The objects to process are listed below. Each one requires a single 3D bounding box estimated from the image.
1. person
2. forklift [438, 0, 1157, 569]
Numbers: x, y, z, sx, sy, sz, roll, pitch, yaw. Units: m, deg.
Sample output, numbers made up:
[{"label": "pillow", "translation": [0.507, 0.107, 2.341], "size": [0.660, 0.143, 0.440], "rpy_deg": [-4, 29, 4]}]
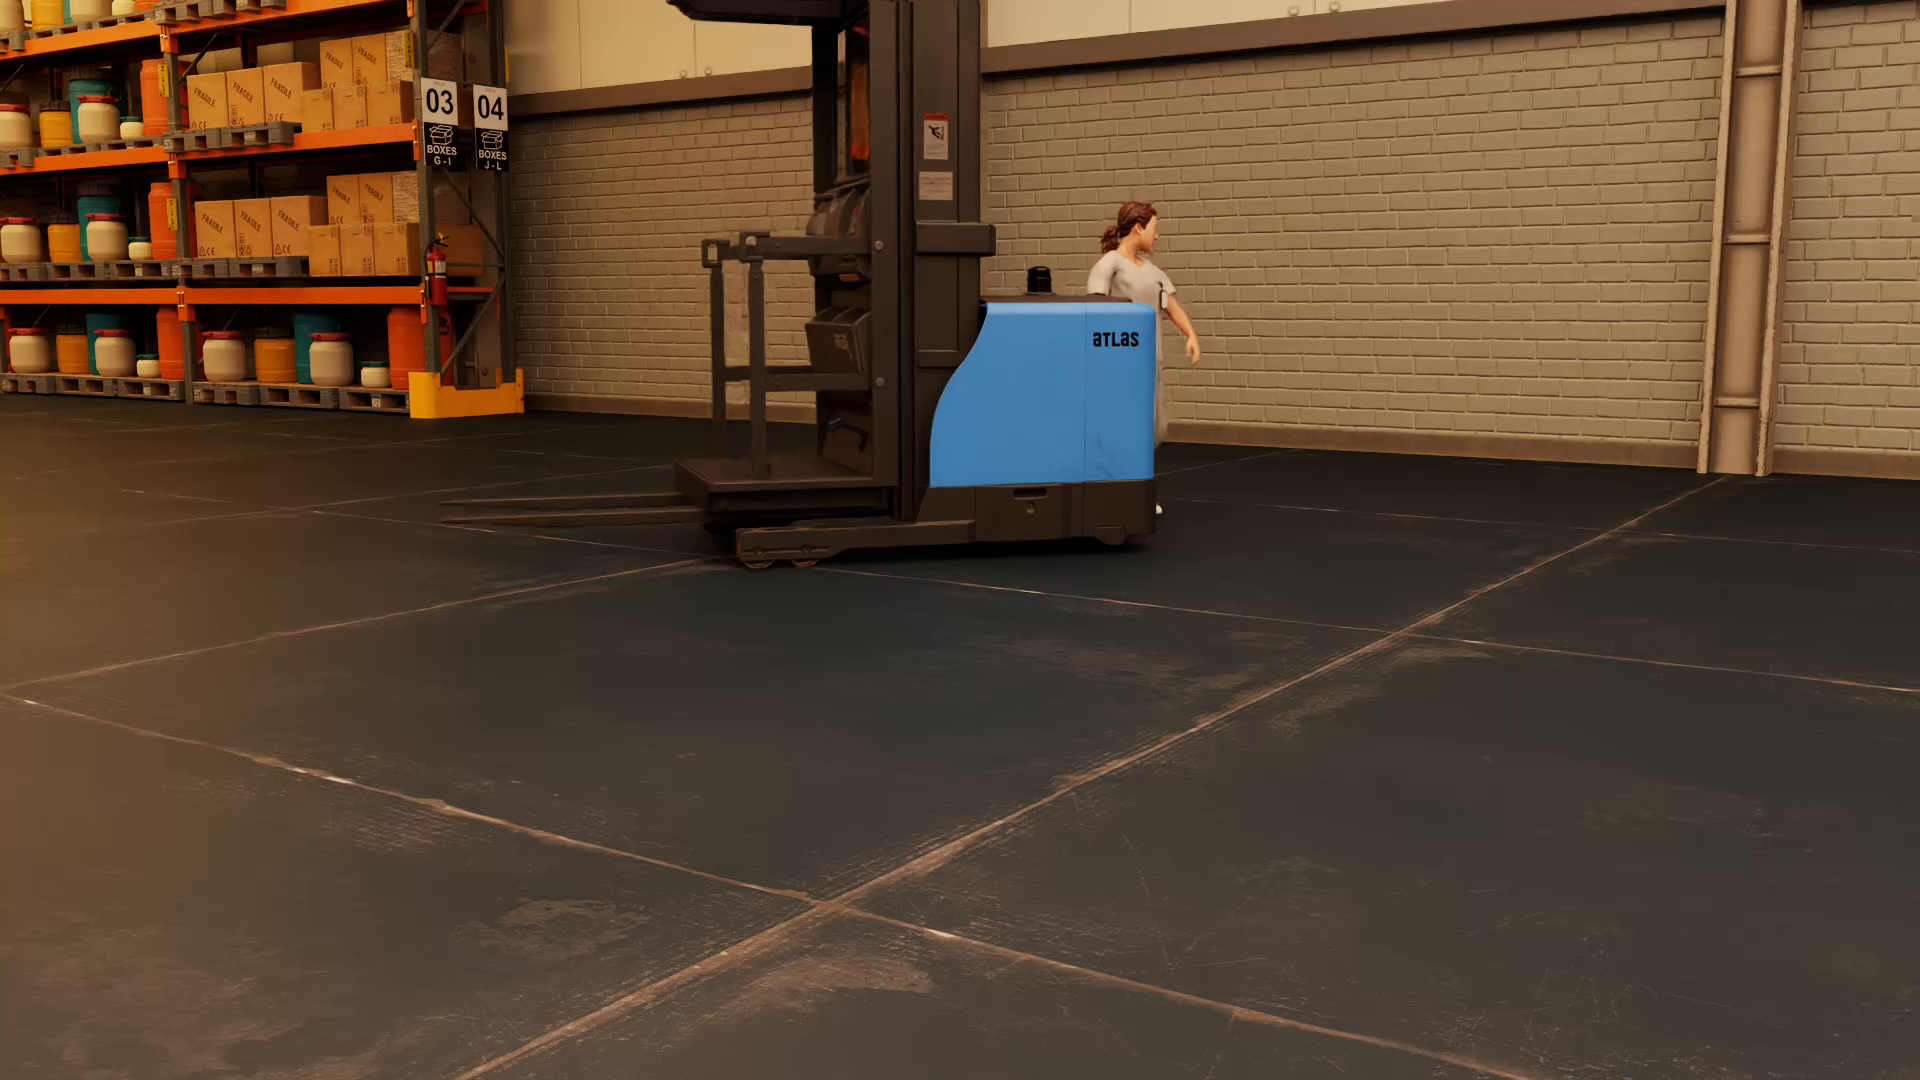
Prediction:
[{"label": "person", "translation": [0.854, -0.921, 8.441], "size": [0.708, 1.586, 0.632], "rpy_deg": [7, 11, 40]}, {"label": "forklift", "translation": [-0.710, -1.415, 7.140], "size": [3.031, 2.935, 1.130], "rpy_deg": [-3, 8, -17]}]
